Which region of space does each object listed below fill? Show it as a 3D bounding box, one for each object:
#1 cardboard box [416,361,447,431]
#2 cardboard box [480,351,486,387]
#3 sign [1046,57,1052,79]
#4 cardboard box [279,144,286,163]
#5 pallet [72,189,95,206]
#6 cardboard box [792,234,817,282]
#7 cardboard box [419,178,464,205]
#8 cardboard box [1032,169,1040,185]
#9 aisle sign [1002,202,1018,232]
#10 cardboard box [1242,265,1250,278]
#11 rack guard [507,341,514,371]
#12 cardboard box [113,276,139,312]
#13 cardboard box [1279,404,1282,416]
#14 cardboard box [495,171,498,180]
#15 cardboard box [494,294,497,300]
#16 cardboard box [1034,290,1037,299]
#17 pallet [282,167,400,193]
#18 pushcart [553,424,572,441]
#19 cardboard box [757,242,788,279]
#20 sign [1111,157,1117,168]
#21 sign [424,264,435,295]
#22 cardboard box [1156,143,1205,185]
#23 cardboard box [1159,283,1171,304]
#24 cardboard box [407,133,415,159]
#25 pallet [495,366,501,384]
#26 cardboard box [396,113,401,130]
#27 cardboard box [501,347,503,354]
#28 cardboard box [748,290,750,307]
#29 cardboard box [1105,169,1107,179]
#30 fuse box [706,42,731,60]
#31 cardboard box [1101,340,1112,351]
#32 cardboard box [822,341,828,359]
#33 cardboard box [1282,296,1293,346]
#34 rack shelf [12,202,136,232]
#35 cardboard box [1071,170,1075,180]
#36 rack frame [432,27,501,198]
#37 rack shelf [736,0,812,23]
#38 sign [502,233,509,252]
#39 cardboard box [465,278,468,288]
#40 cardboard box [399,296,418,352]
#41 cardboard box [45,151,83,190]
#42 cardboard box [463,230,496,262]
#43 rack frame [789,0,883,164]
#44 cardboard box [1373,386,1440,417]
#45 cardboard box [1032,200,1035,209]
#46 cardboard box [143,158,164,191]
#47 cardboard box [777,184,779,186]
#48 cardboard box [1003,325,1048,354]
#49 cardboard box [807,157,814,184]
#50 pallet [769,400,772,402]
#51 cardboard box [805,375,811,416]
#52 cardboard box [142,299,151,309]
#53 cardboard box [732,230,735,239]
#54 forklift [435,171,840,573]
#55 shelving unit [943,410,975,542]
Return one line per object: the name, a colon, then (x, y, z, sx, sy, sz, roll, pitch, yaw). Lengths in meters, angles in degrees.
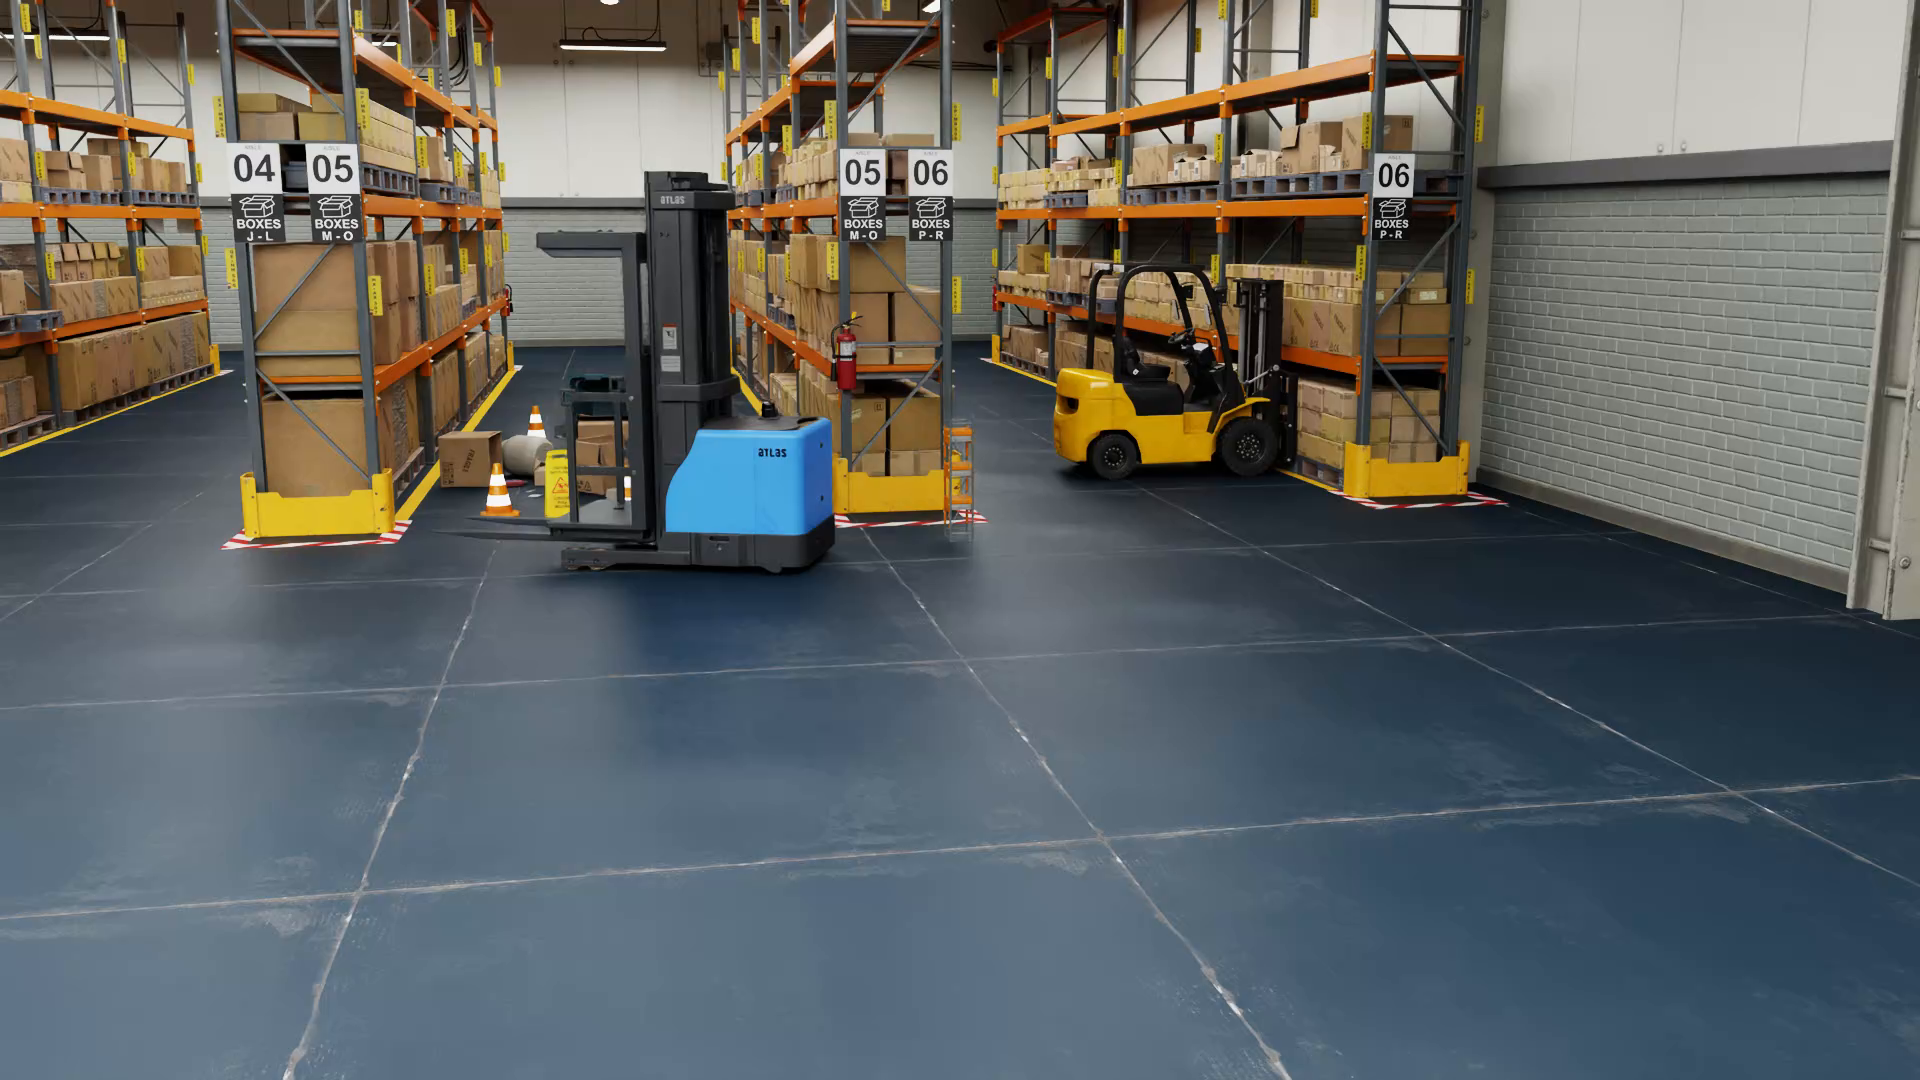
cardboard box: (-6.579, -1.672, 19.350, 1.050, 0.750, 0.750, -2, 11, -11)
cardboard box: (-7.251, -2.508, 24.412, 0.500, 0.500, 0.500, -2, 11, -12)
sign: (1.426, -7.558, 26.630, 0.100, 0.325, 0.005, -2, 11, -11)
cardboard box: (-5.805, -3.203, 13.763, 0.380, 0.149, 0.250, -2, 11, -11)
pallet: (-12.246, -4.557, 22.097, 1.003, 0.211, 1.213, -2, 11, -8)
cardboard box: (-1.399, -2.985, 17.619, 0.700, 0.500, 0.500, -2, 11, -11)
cardboard box: (-6.814, -4.654, 21.834, 0.500, 0.500, 0.500, -2, 11, -11)
cardboard box: (1.521, -6.098, 27.958, 0.500, 0.250, 0.500, -2, 11, -12)
aisle sign: (0.883, -6.142, 30.993, 0.394, 0.787, 0.004, -2, 11, -11)
cardboard box: (3.446, -3.063, 18.970, 0.380, 0.149, 0.250, -2, 11, -10)
rack guard: (-8.505, -3.242, 29.392, 1.175, 0.500, 0.348, -2, 11, -11)
cardboard box: (-12.268, -3.562, 24.119, 0.500, 0.500, 0.500, -2, 11, -11)
cardboard box: (3.593, -1.386, 17.851, 0.500, 0.250, 0.500, -2, 11, -11)
cardboard box: (-8.167, -6.275, 28.616, 0.380, 0.149, 0.250, -2, 11, -12)
cardboard box: (-8.009, -4.123, 28.008, 0.380, 0.149, 0.250, -3, 11, -14)
cardboard box: (1.482, -4.199, 28.405, 0.380, 0.149, 0.250, -2, 11, -10)
pallet: (-5.803, -3.339, 15.432, 1.003, 0.211, 1.213, -2, 11, -11)
pushcart: (-3.577, -1.101, 18.472, 1.648, 0.377, 0.936, -6, 13, -31)
cardboard box: (-2.593, -3.934, 23.404, 0.500, 0.500, 0.500, -2, 11, -10)
sign: (2.506, -6.072, 27.116, 0.100, 0.325, 0.005, -2, 11, -11)
sign: (-5.642, -2.767, 17.687, 0.100, 0.325, 0.005, -2, 11, -11)
cardboard box: (2.840, -4.846, 21.454, 0.500, 0.500, 0.500, -2, 11, -10)
cardboard box: (2.891, -3.197, 21.532, 0.500, 0.250, 0.500, -2, 11, -10)
cardboard box: (-5.838, -4.003, 16.900, 0.500, 0.250, 0.500, -2, 11, -12)
pallet: (-8.148, -2.726, 27.456, 1.003, 0.211, 1.213, -2, 11, -11)
cardboard box: (-5.604, -4.039, 16.020, 0.380, 0.149, 0.250, -2, 11, -11)
cardboard box: (-8.034, -3.254, 28.476, 0.380, 0.149, 0.250, -3, 11, -13)
cardboard box: (-2.977, -3.690, 25.461, 0.500, 0.250, 0.500, -2, 11, -12)
cardboard box: (2.326, -5.338, 24.234, 0.380, 0.149, 0.250, -2, 11, -12)
fuse box: (-5.046, -10.220, 34.769, 0.513, 0.334, 0.176, -2, 11, -11)
cardboard box: (2.304, -2.873, 24.598, 0.380, 0.149, 0.250, -2, 11, -13)
cardboard box: (-1.121, -1.821, 15.916, 0.380, 0.149, 0.250, -2, 11, -10)
cardboard box: (3.643, -2.340, 17.701, 0.500, 0.500, 0.500, -2, 11, -11)
rack shelf: (-12.238, -4.342, 22.386, 1.077, 0.370, 4.000, -2, 11, -11)
cardboard box: (1.908, -5.577, 25.438, 0.380, 0.149, 0.250, -2, 11, -11)
rack frame: (-8.520, -7.431, 28.670, 1.000, 3.000, 0.127, -2, 11, -11)
rack shelf: (-2.517, -7.808, 23.688, 1.077, 0.370, 4.000, -2, 11, -11)
sign: (-7.971, -5.224, 29.180, 0.100, 0.325, 0.005, -2, 11, -11)
cardboard box: (-7.169, -3.627, 23.483, 0.380, 0.149, 0.250, -2, 11, -9)
cardboard box: (-5.973, -2.189, 16.775, 0.875, 0.550, 0.550, -2, 11, -11)
cardboard box: (-12.267, -4.959, 22.307, 0.797, 0.503, 0.637, -2, 11, -12)
cardboard box: (-7.872, -4.810, 27.210, 0.500, 0.500, 0.500, -3, 11, -13)
rack frame: (-1.350, -5.428, 18.150, 1.000, 3.000, 0.127, -2, 11, -11)
cardboard box: (4.388, -1.371, 16.432, 0.500, 0.250, 0.500, -2, 11, -12)
cardboard box: (1.448, -5.725, 28.403, 0.380, 0.149, 0.250, -2, 11, -9)
cardboard box: (-12.900, -5.707, 25.981, 0.700, 0.500, 0.500, -2, 11, -9)
cardboard box: (-2.184, -4.512, 21.716, 0.396, 0.266, 0.258, -2, 11, -11)
cardboard box: (1.210, -3.728, 30.813, 0.797, 0.503, 0.637, -3, 11, -13)
cardboard box: (-1.239, -3.658, 16.474, 0.500, 0.250, 0.500, -2, 11, -10)
pallet: (-1.977, -1.702, 22.073, 1.003, 0.211, 1.213, -2, 11, -11)
cardboard box: (-1.384, -1.490, 17.725, 0.500, 0.500, 0.500, -2, 11, -9)
cardboard box: (-12.358, -3.531, 24.899, 0.380, 0.149, 0.250, -2, 11, -11)
cardboard box: (-3.759, -5.321, 28.954, 0.380, 0.149, 0.250, -2, 11, -13)
forklift: (-2.512, -1.303, 12.704, 3.031, 2.935, 1.130, 2, 11, 9)
shelving unit: (-0.010, -0.526, 13.650, 0.215, 1.050, 0.252, -2, 11, -11)
